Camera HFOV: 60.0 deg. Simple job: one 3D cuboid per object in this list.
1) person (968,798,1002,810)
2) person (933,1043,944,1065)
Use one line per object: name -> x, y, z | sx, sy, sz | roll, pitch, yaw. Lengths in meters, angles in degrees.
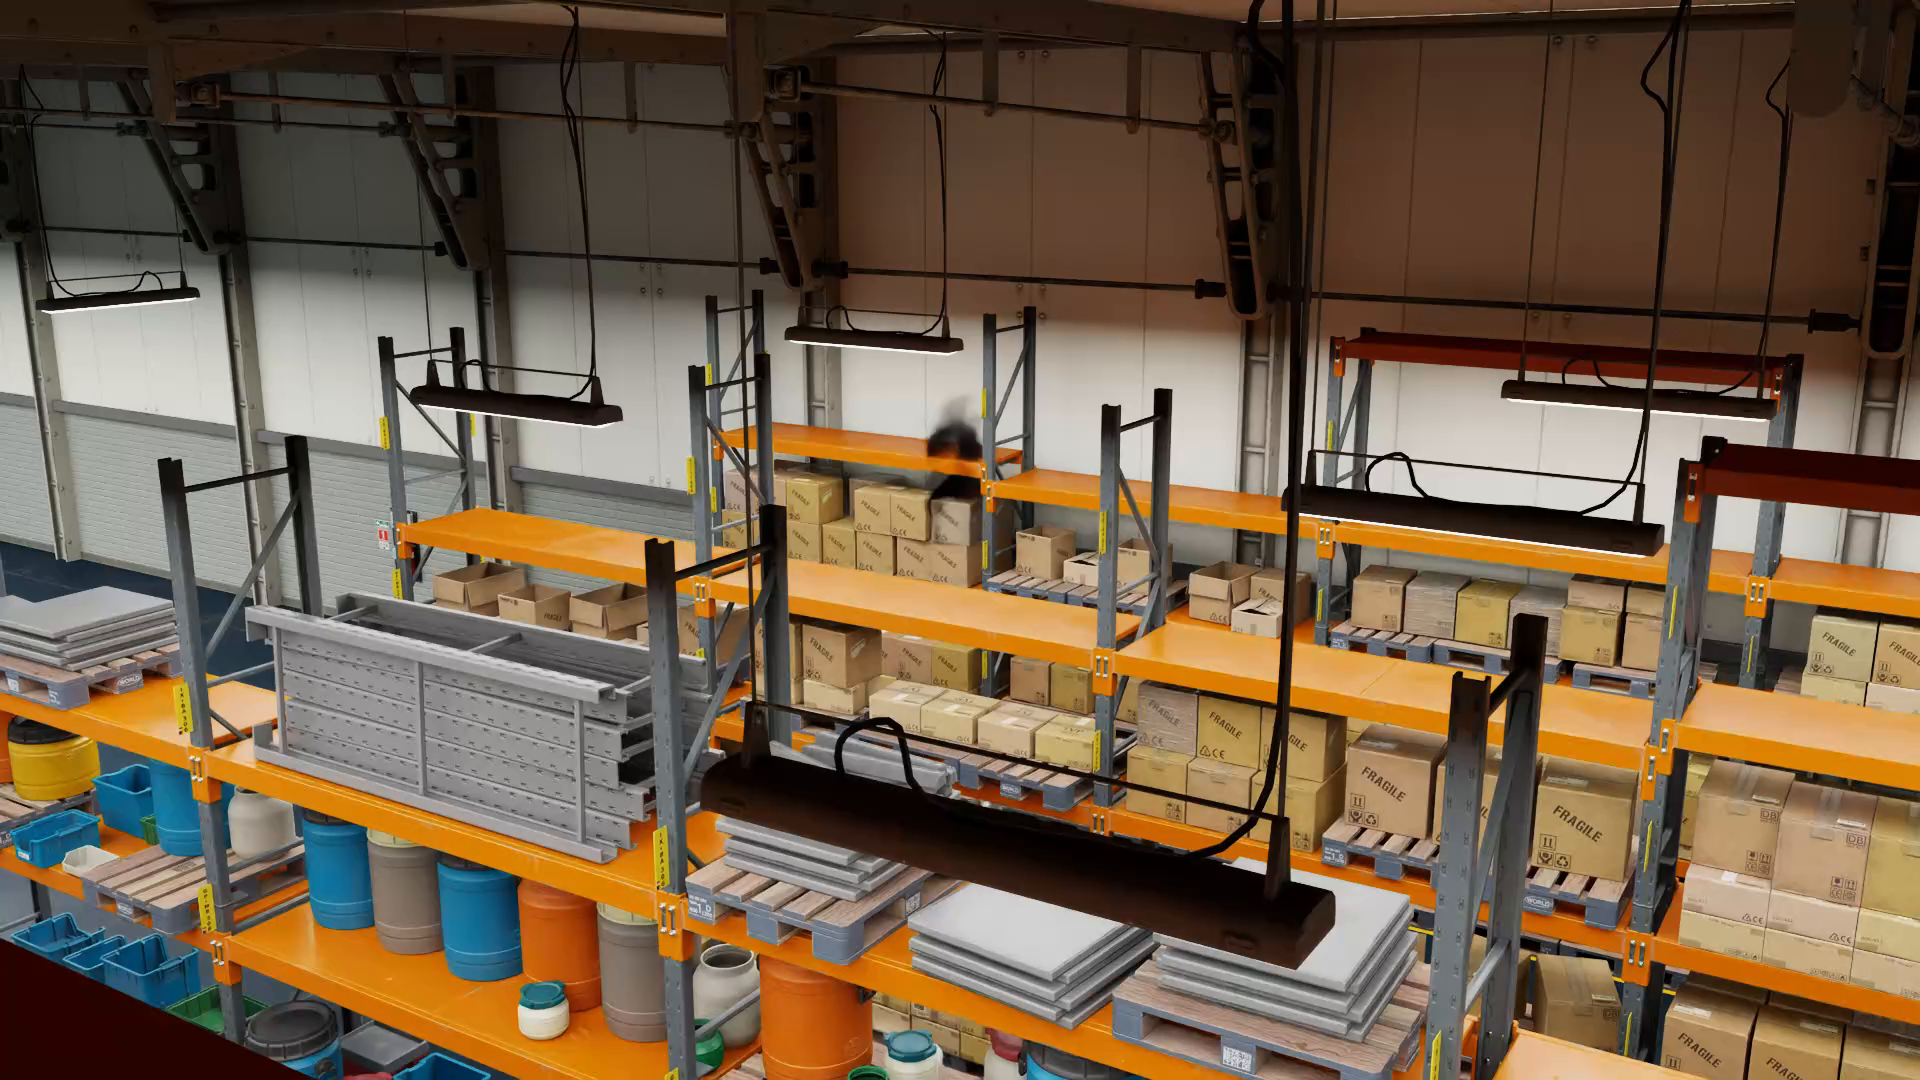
person -> 0.240, 3.014, 16.913 | 0.559, 1.550, 0.532 | 6, 15, 24
person -> -0.283, 4.374, 11.930 | 0.569, 1.719, 0.674 | 8, 16, 29
